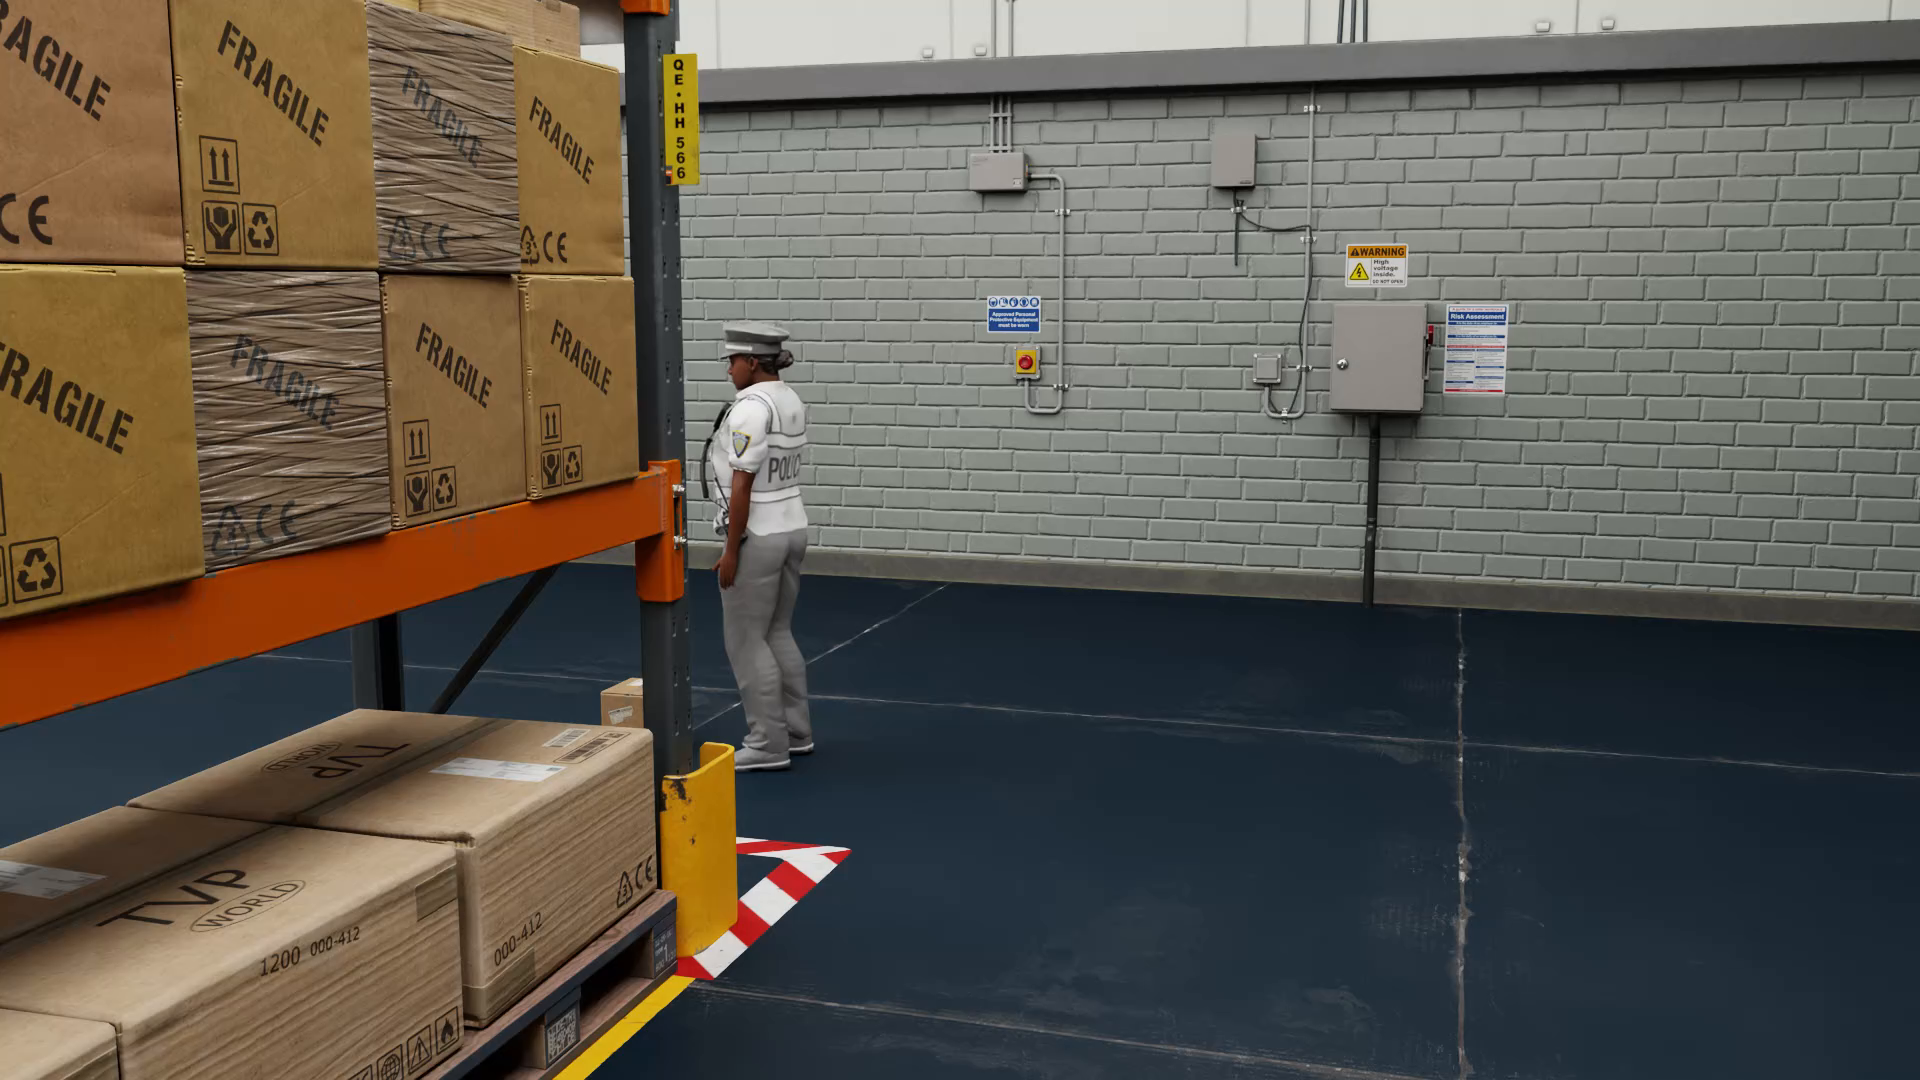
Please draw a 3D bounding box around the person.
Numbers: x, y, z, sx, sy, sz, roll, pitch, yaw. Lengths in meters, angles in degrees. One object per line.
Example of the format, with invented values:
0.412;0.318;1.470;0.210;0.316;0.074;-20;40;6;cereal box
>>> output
-0.755;0.026;6.209;0.341;1.654;0.438;3;9;17;person
